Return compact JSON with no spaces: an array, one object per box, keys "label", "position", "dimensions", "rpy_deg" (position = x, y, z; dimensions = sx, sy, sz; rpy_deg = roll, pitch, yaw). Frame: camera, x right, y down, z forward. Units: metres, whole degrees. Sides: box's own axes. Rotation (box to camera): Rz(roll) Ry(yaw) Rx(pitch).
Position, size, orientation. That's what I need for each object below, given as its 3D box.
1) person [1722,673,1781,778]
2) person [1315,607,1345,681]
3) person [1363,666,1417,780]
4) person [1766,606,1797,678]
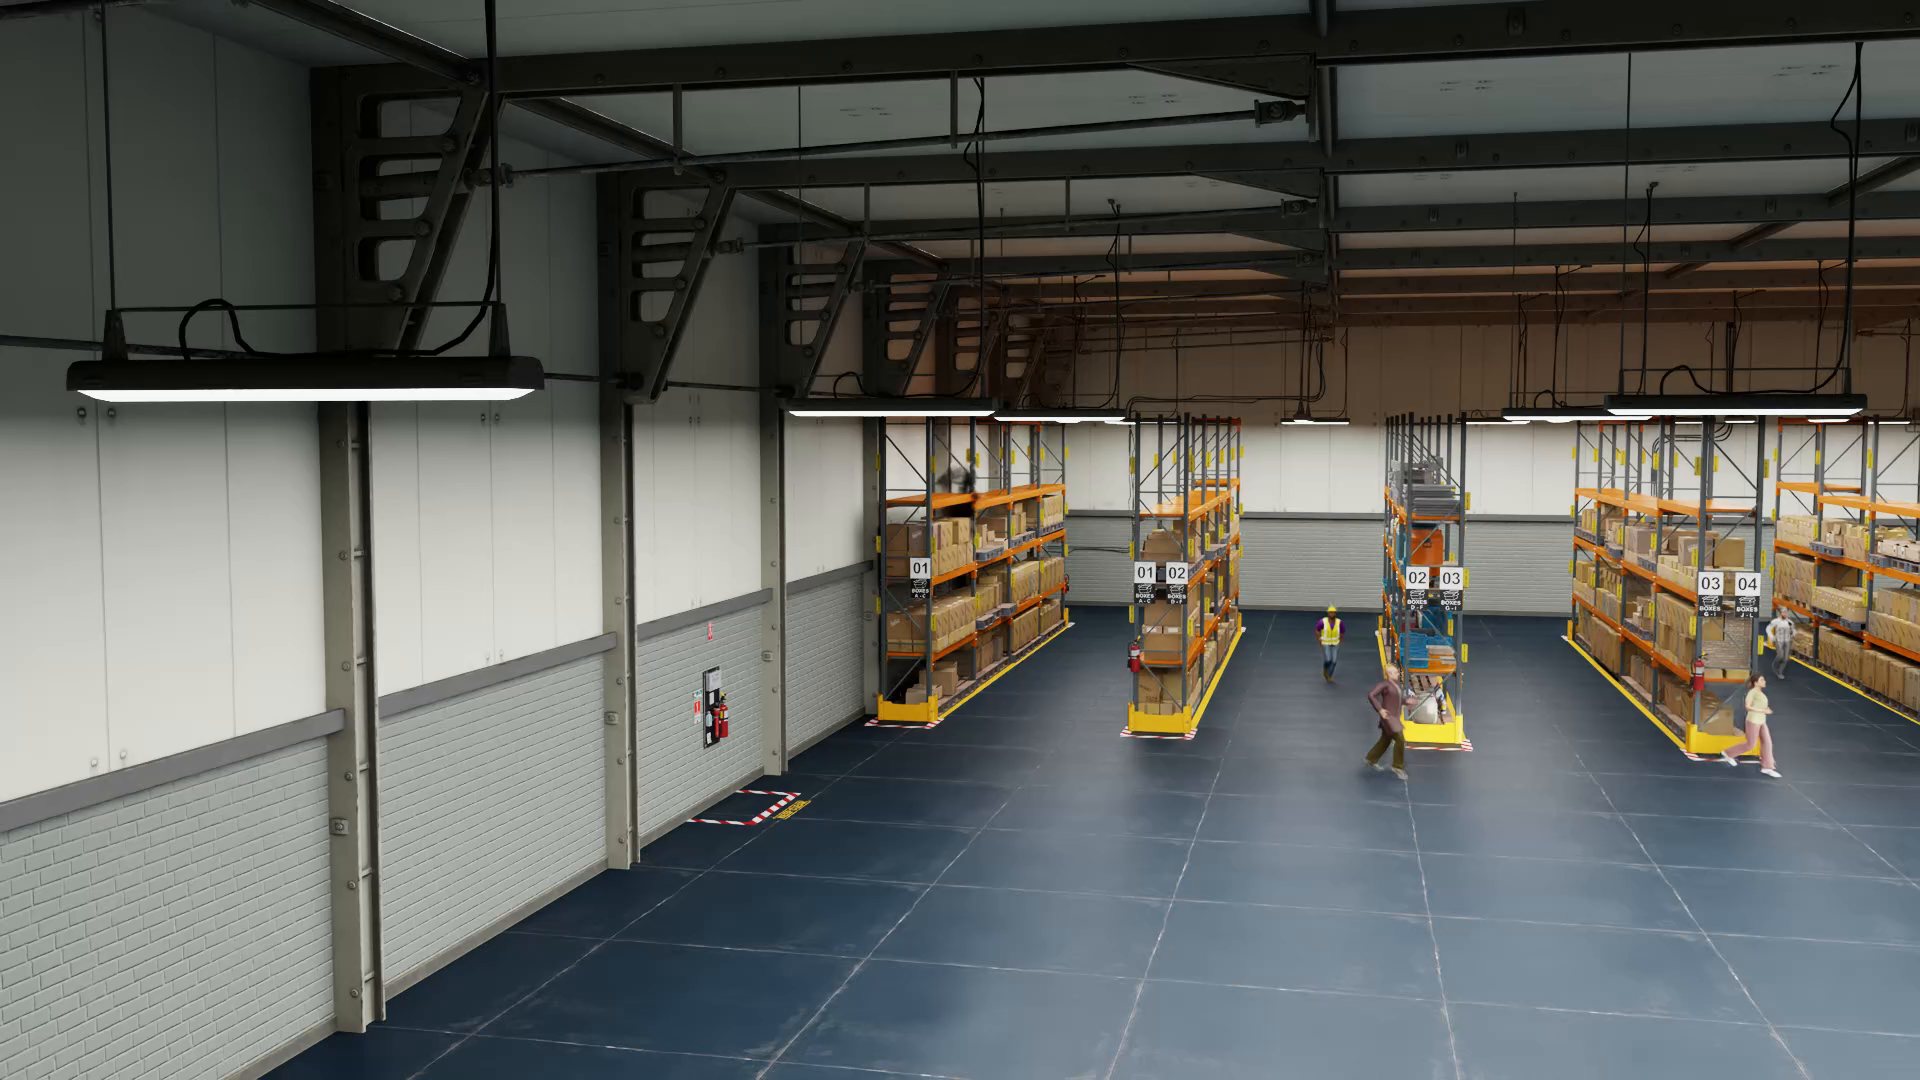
[{"label":"person","position":[13.122,3.034,27.481],"dimensions":[0.585,1.678,0.936],"rpy_deg":[-4,5,-44]},{"label":"person","position":[8.337,2.346,37.330],"dimensions":[0.638,1.706,0.583],"rpy_deg":[0,4,0]},{"label":"person","position":[7.051,2.990,27.328],"dimensions":[0.877,1.851,0.687],"rpy_deg":[2,5,32]},{"label":"person","position":[18.744,2.335,37.872],"dimensions":[0.605,1.659,0.535],"rpy_deg":[1,4,10]}]
